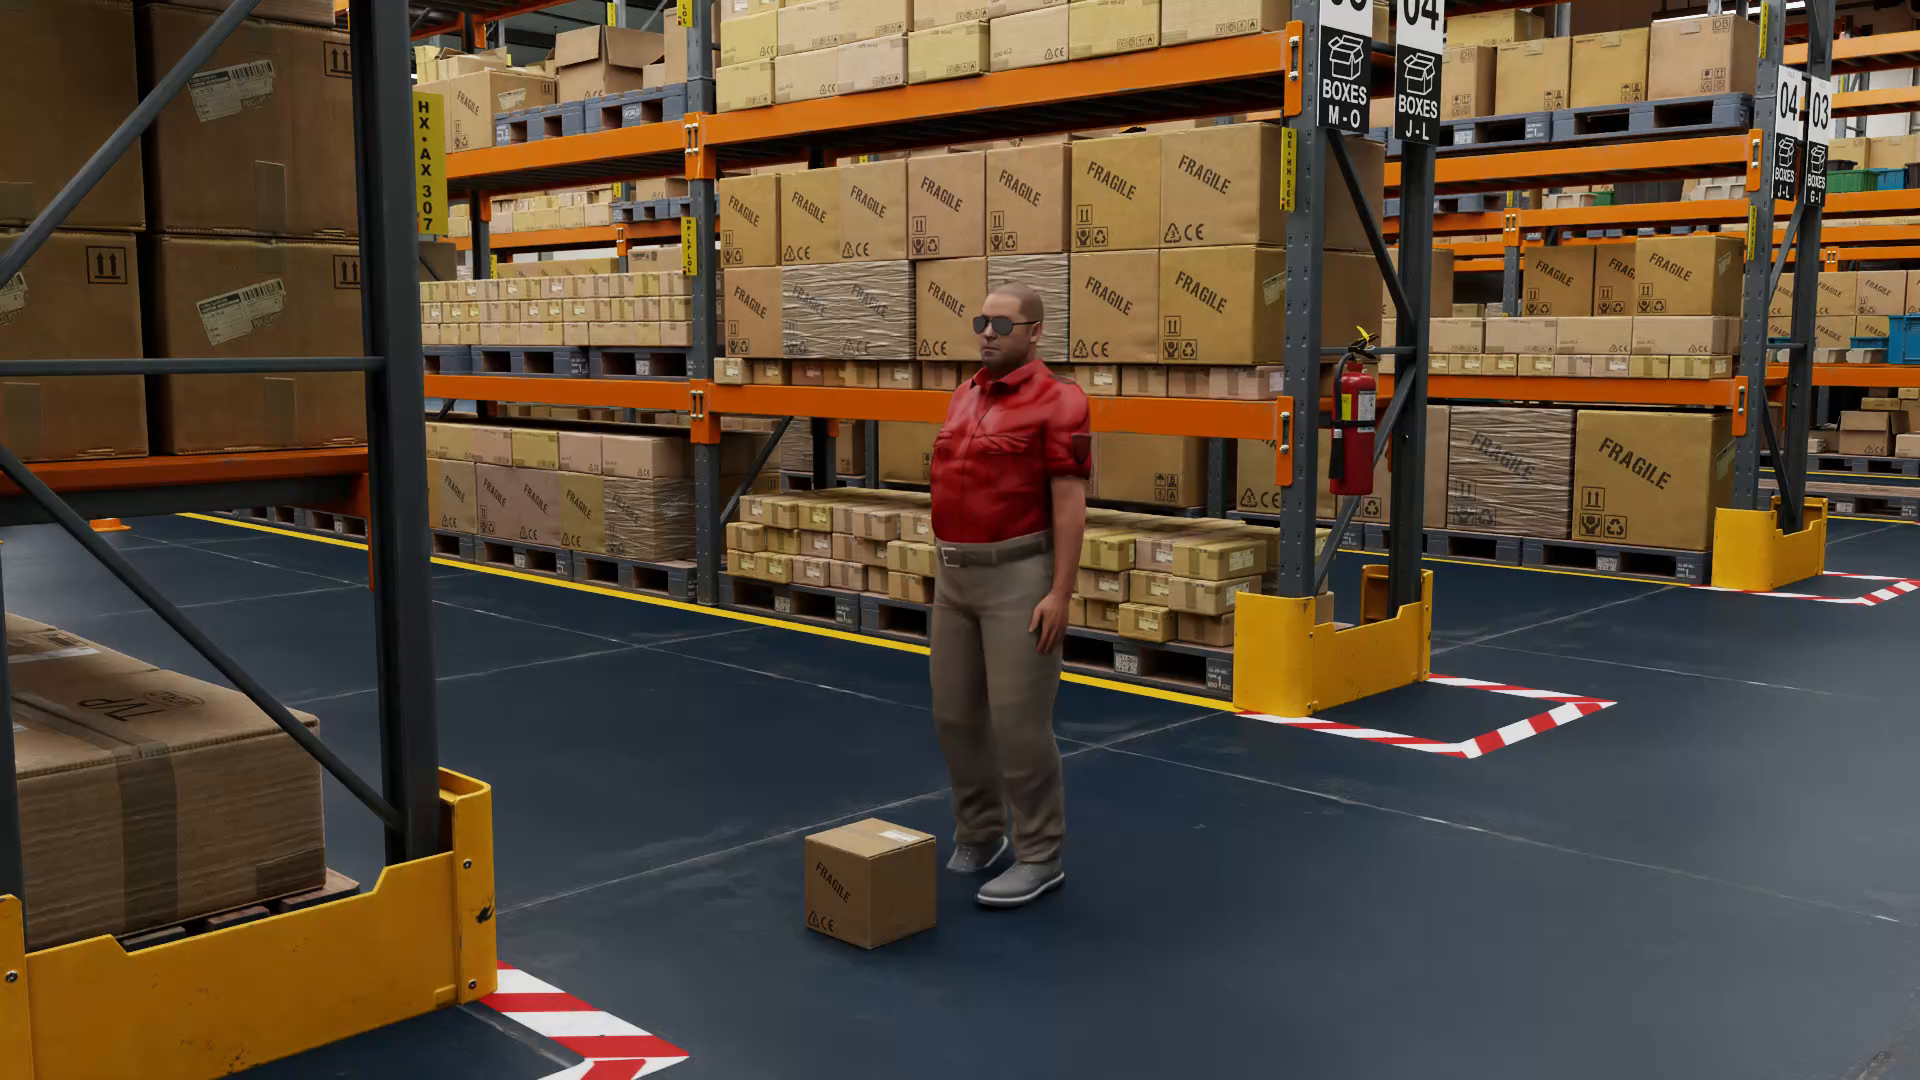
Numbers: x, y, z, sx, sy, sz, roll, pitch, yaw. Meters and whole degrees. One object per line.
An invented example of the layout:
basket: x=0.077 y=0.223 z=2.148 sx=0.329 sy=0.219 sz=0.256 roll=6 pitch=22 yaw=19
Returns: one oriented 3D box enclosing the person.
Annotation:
person: x=0.119 y=0.181 z=4.705 sx=0.381 sy=1.799 sz=0.528 roll=-7 pitch=10 yaw=-44
